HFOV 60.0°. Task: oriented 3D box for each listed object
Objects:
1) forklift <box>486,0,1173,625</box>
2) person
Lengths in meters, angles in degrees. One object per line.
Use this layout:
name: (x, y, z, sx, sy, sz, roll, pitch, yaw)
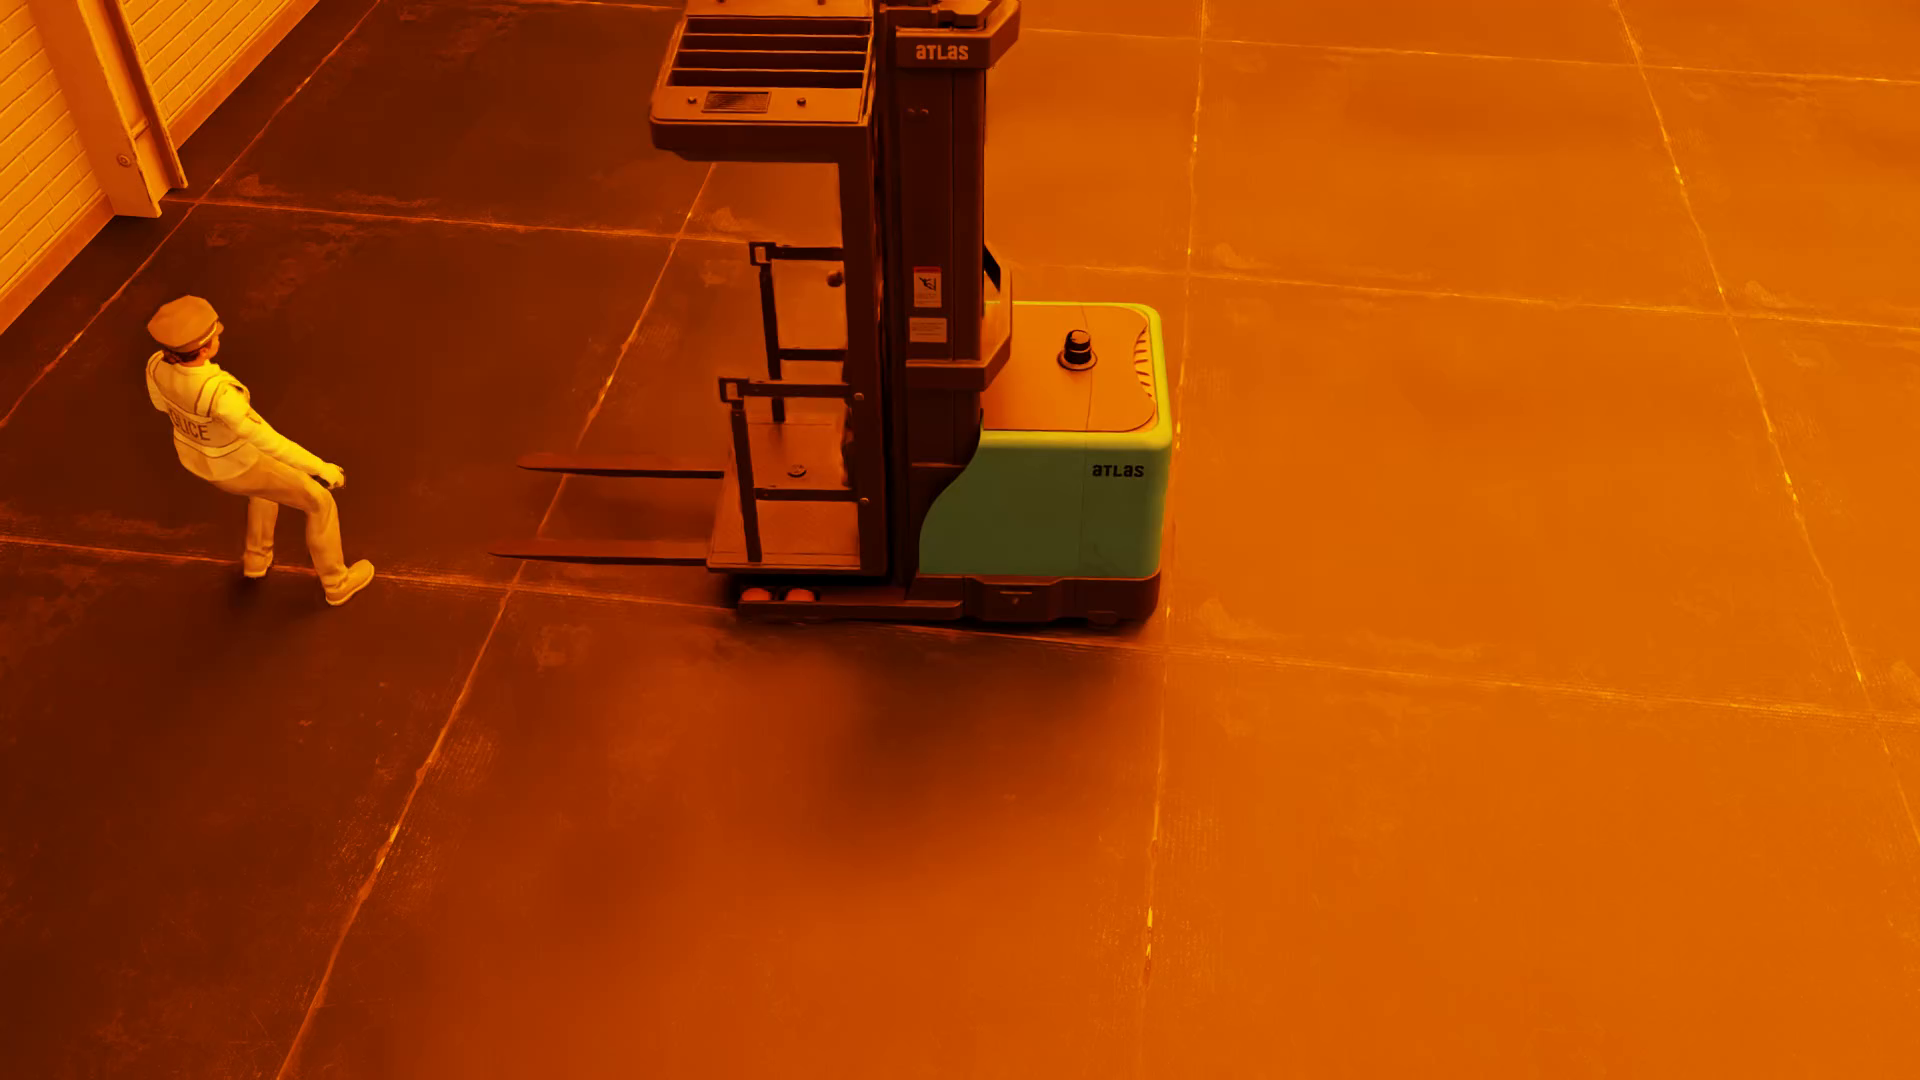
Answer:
forklift: (-0.617, -1.057, 6.875, 3.031, 2.935, 1.130, 1, 43, 1)
person: (-3.035, -0.387, 7.148, 0.751, 1.571, 0.470, 22, 47, 22)
